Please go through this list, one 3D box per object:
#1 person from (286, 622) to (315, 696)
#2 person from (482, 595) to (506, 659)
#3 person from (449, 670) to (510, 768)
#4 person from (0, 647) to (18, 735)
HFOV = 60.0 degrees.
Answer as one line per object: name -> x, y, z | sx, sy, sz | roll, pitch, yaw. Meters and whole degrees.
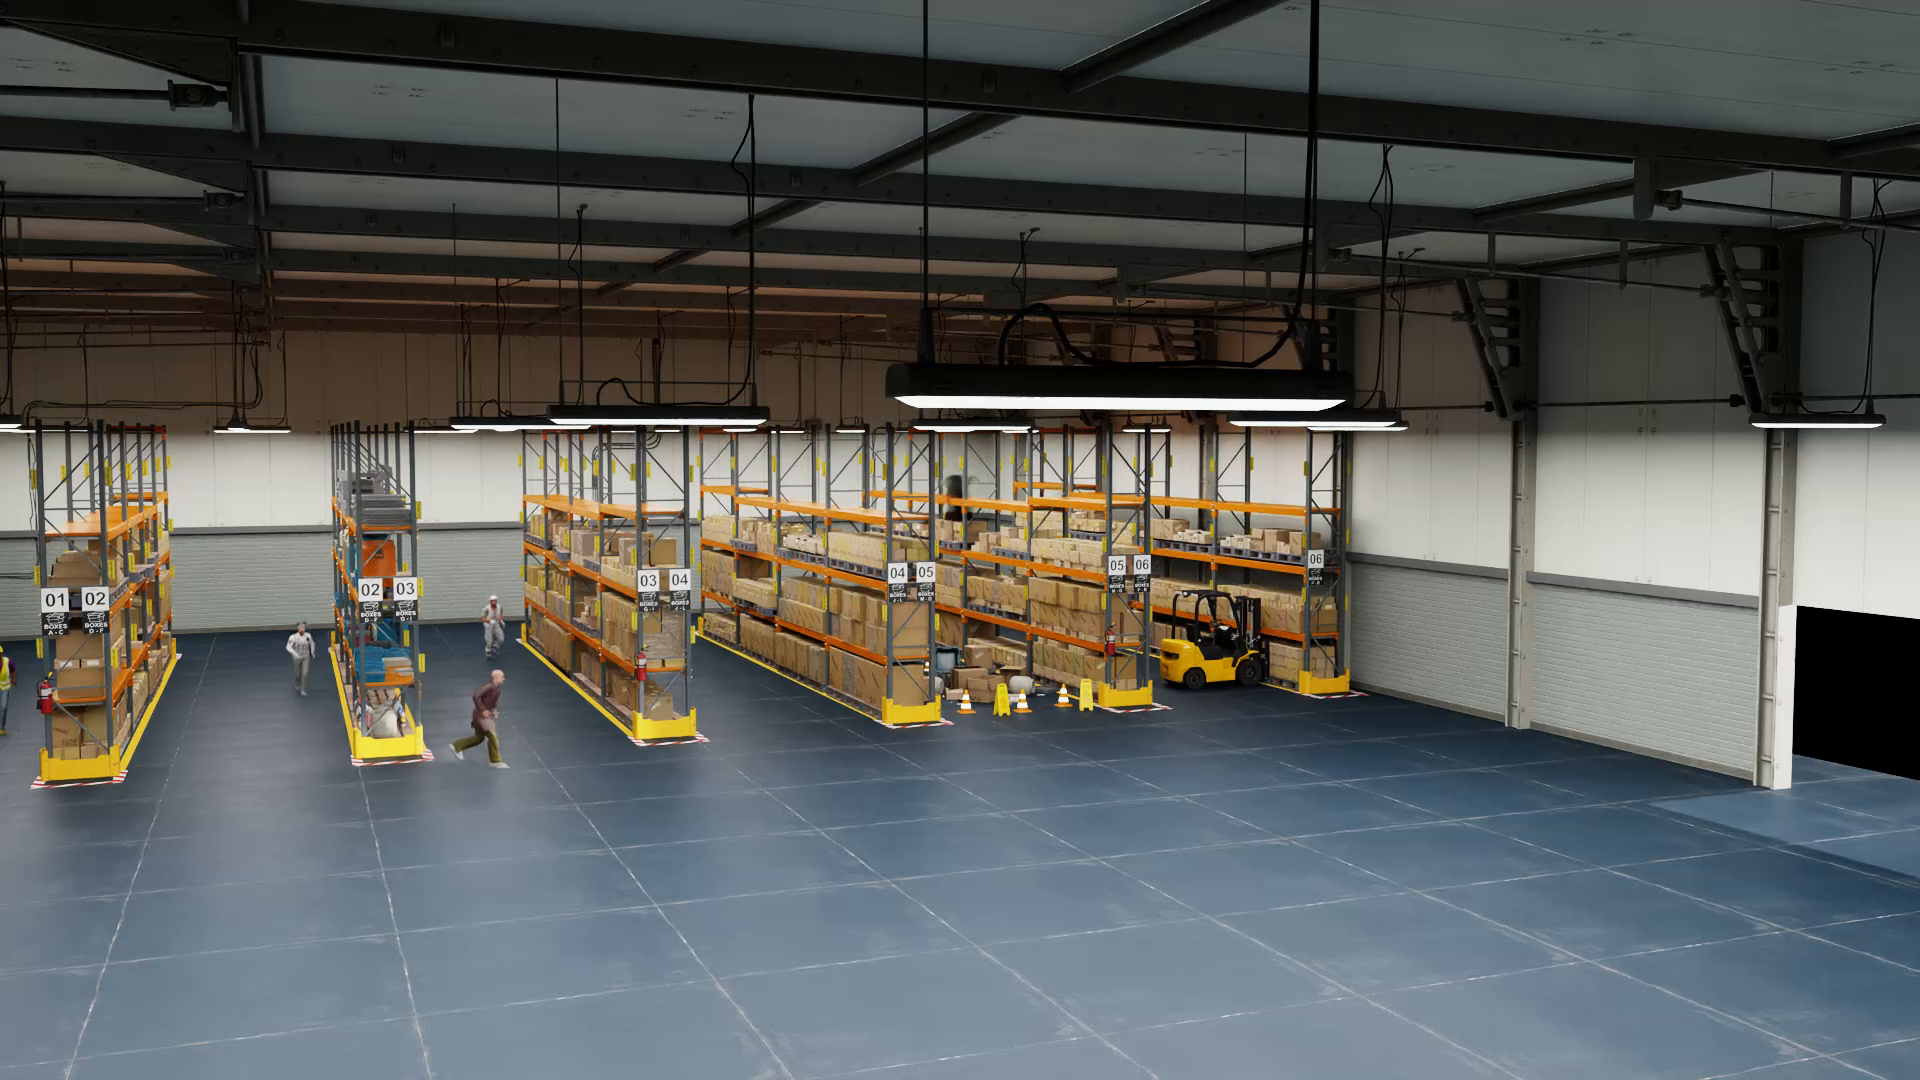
person -> -14.632, 2.605, 36.897 | 0.610, 1.649, 0.763 | -2, 4, -29
person -> -11.904, 2.231, 42.496 | 0.698, 1.678, 0.815 | -3, 5, -39
person -> -8.307, 3.098, 28.637 | 1.054, 1.740, 0.732 | 0, 4, 7
person -> -18.540, 2.869, 31.997 | 0.697, 1.719, 0.824 | -3, 4, -36
